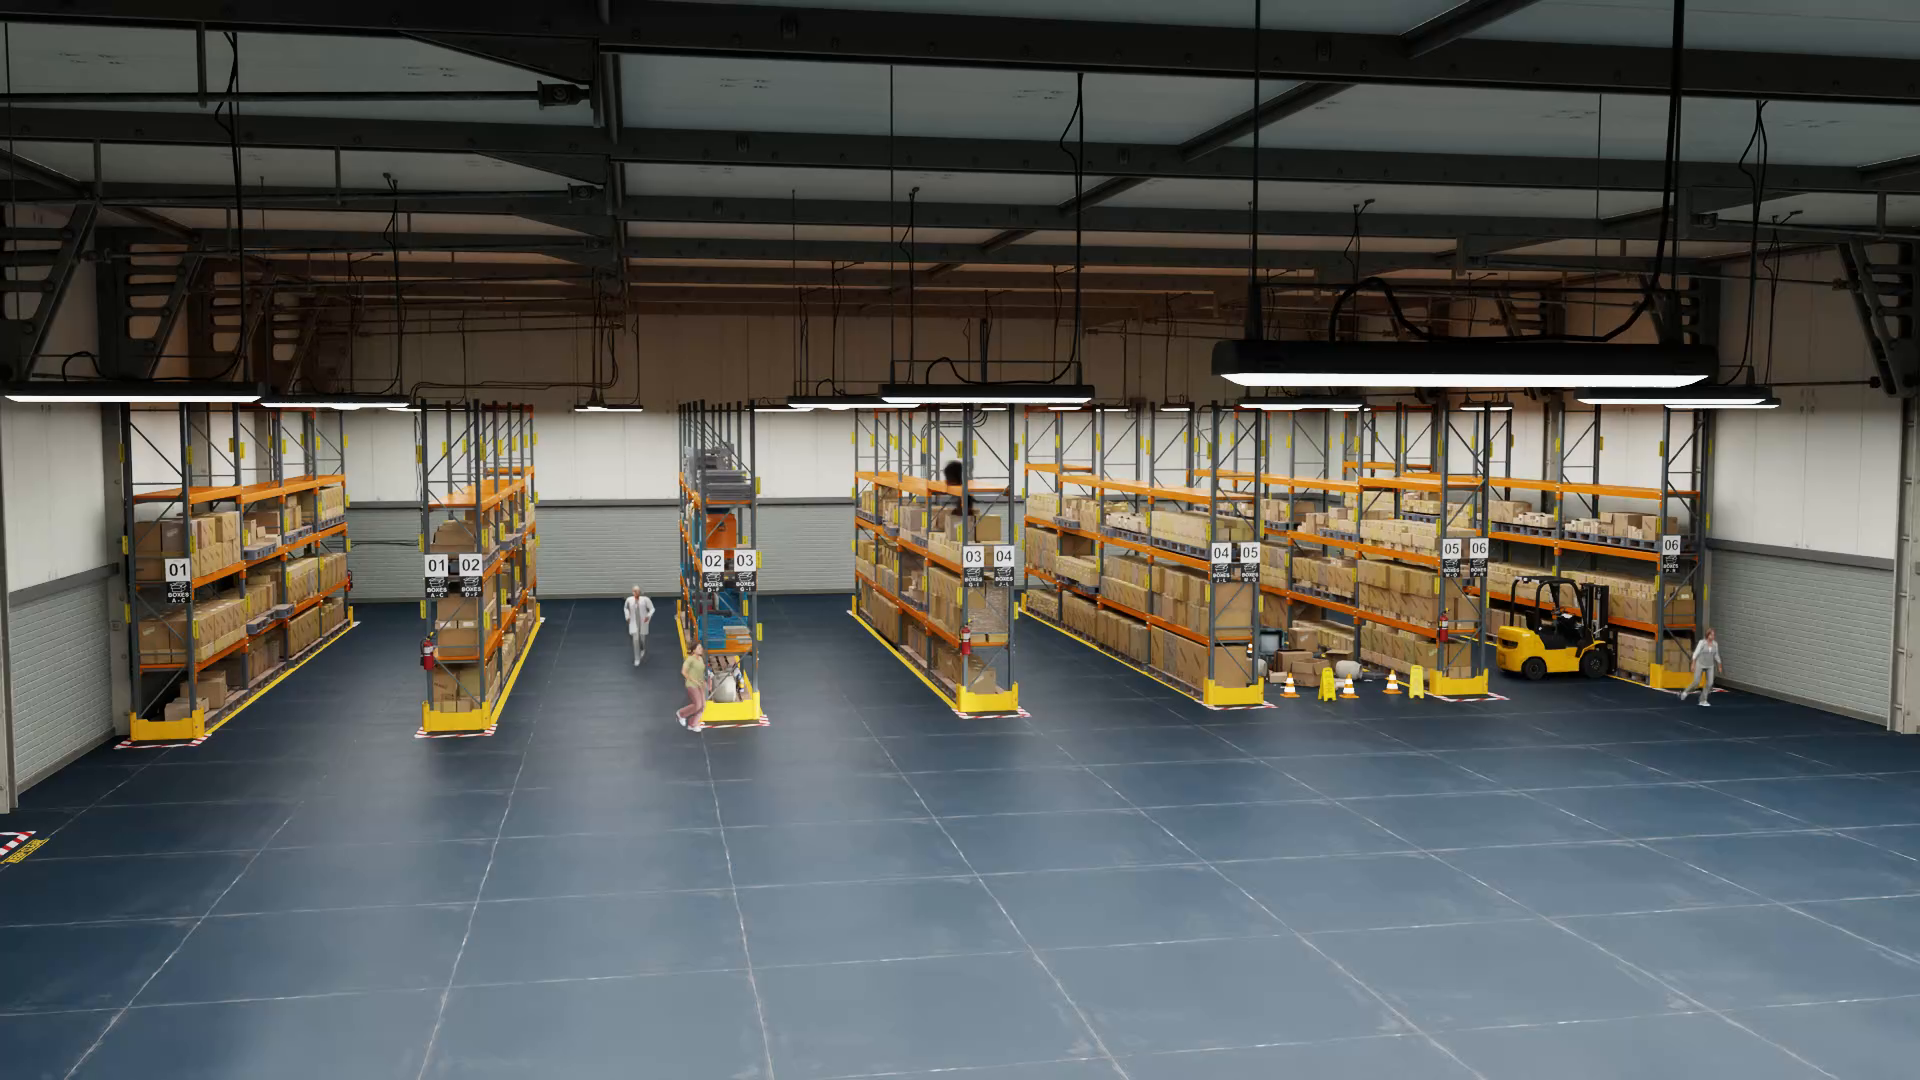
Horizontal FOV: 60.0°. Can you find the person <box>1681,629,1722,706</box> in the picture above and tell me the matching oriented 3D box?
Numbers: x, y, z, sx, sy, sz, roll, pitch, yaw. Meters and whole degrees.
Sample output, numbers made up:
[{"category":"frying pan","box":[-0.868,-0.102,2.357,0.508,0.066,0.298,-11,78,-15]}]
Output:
[{"category":"person","box":[14.587,2.501,32.715,0.614,1.505,0.575,0,4,-2]}]

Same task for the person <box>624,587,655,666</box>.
[{"category":"person","box":[-7.391,1.957,38.341,0.713,1.806,0.878,0,4,-4]}]

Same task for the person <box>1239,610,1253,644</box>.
[{"category":"person","box":[7.076,1.827,41.033,0.573,1.632,0.955,-2,5,-30]}]

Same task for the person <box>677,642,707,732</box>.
[{"category":"person","box":[-4.831,2.650,30.079,0.616,1.624,0.615,2,5,26]}]
